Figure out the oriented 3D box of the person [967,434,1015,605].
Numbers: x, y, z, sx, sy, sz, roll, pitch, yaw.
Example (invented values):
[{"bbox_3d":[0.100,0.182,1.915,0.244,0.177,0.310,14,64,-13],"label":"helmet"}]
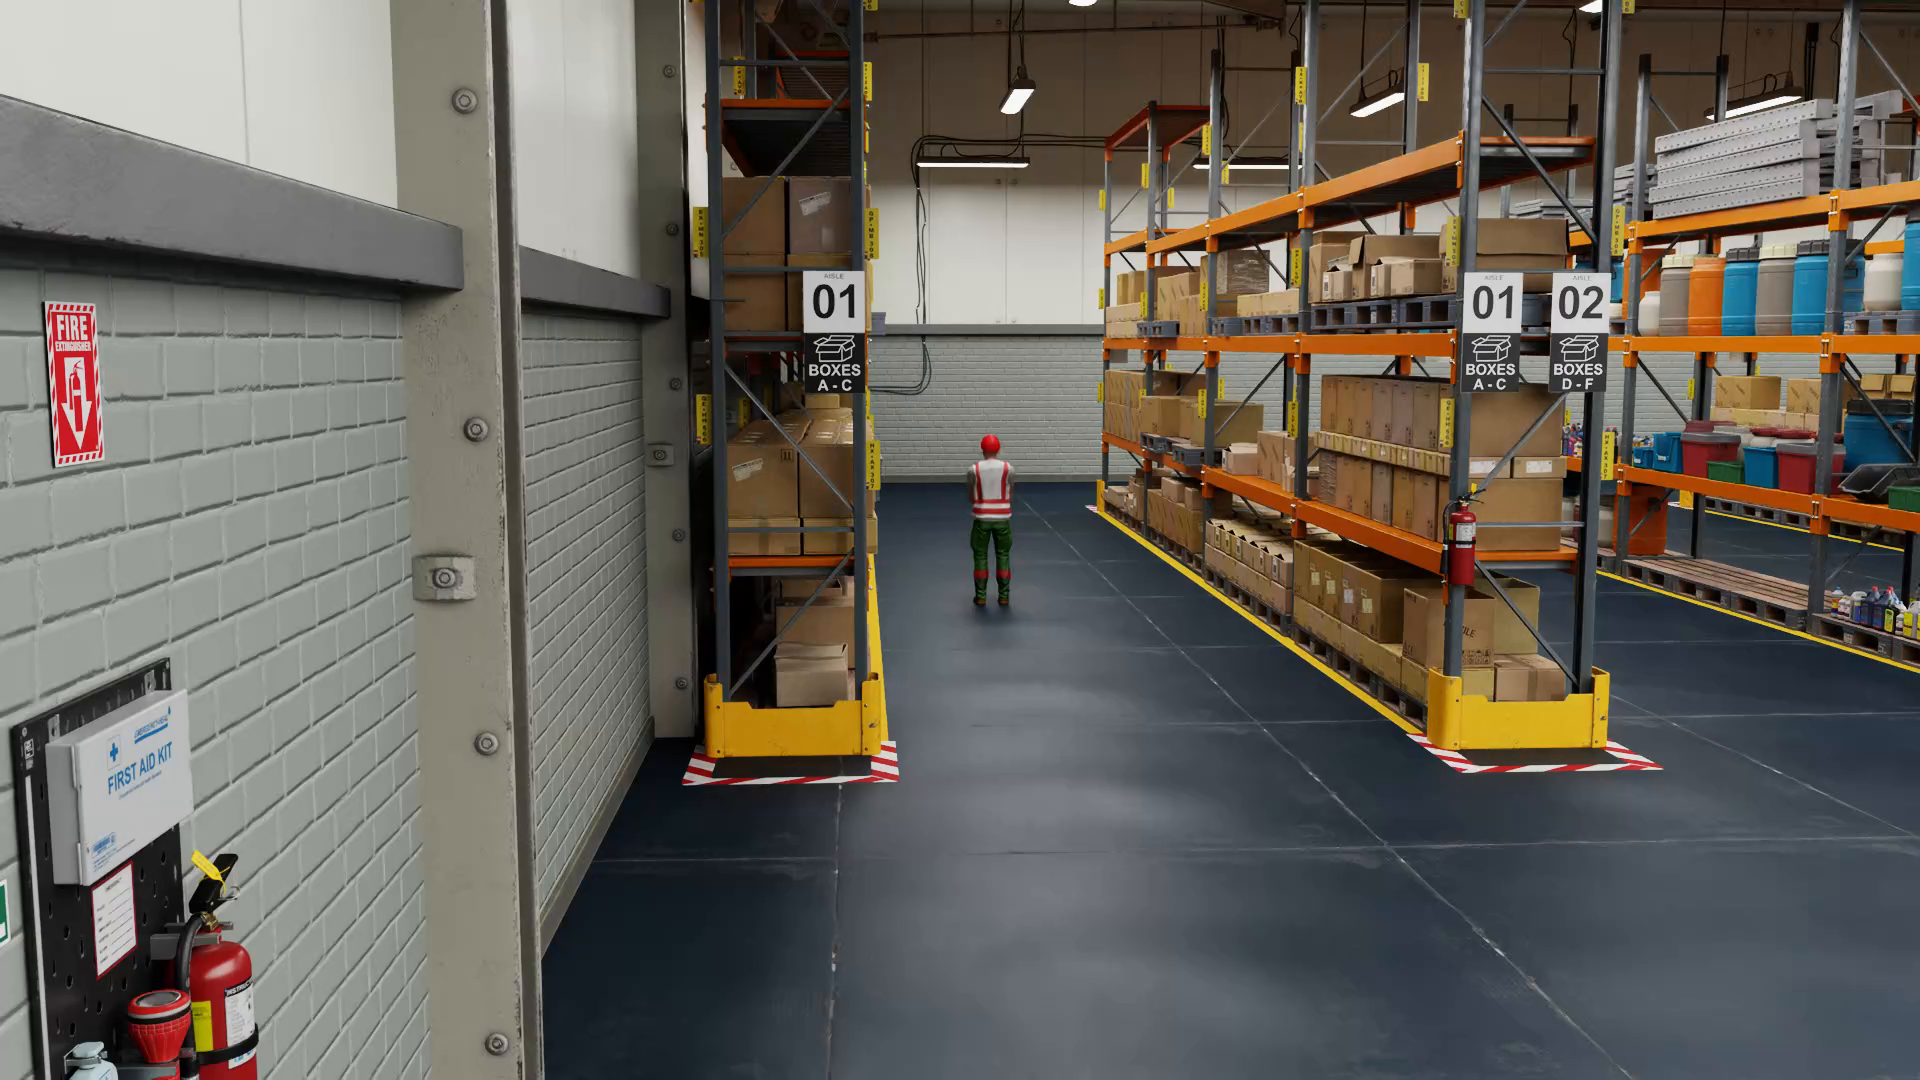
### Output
[{"bbox_3d":[0.317,-0.230,17.573,0.511,1.790,0.559,0,7,-4],"label":"person"}]
